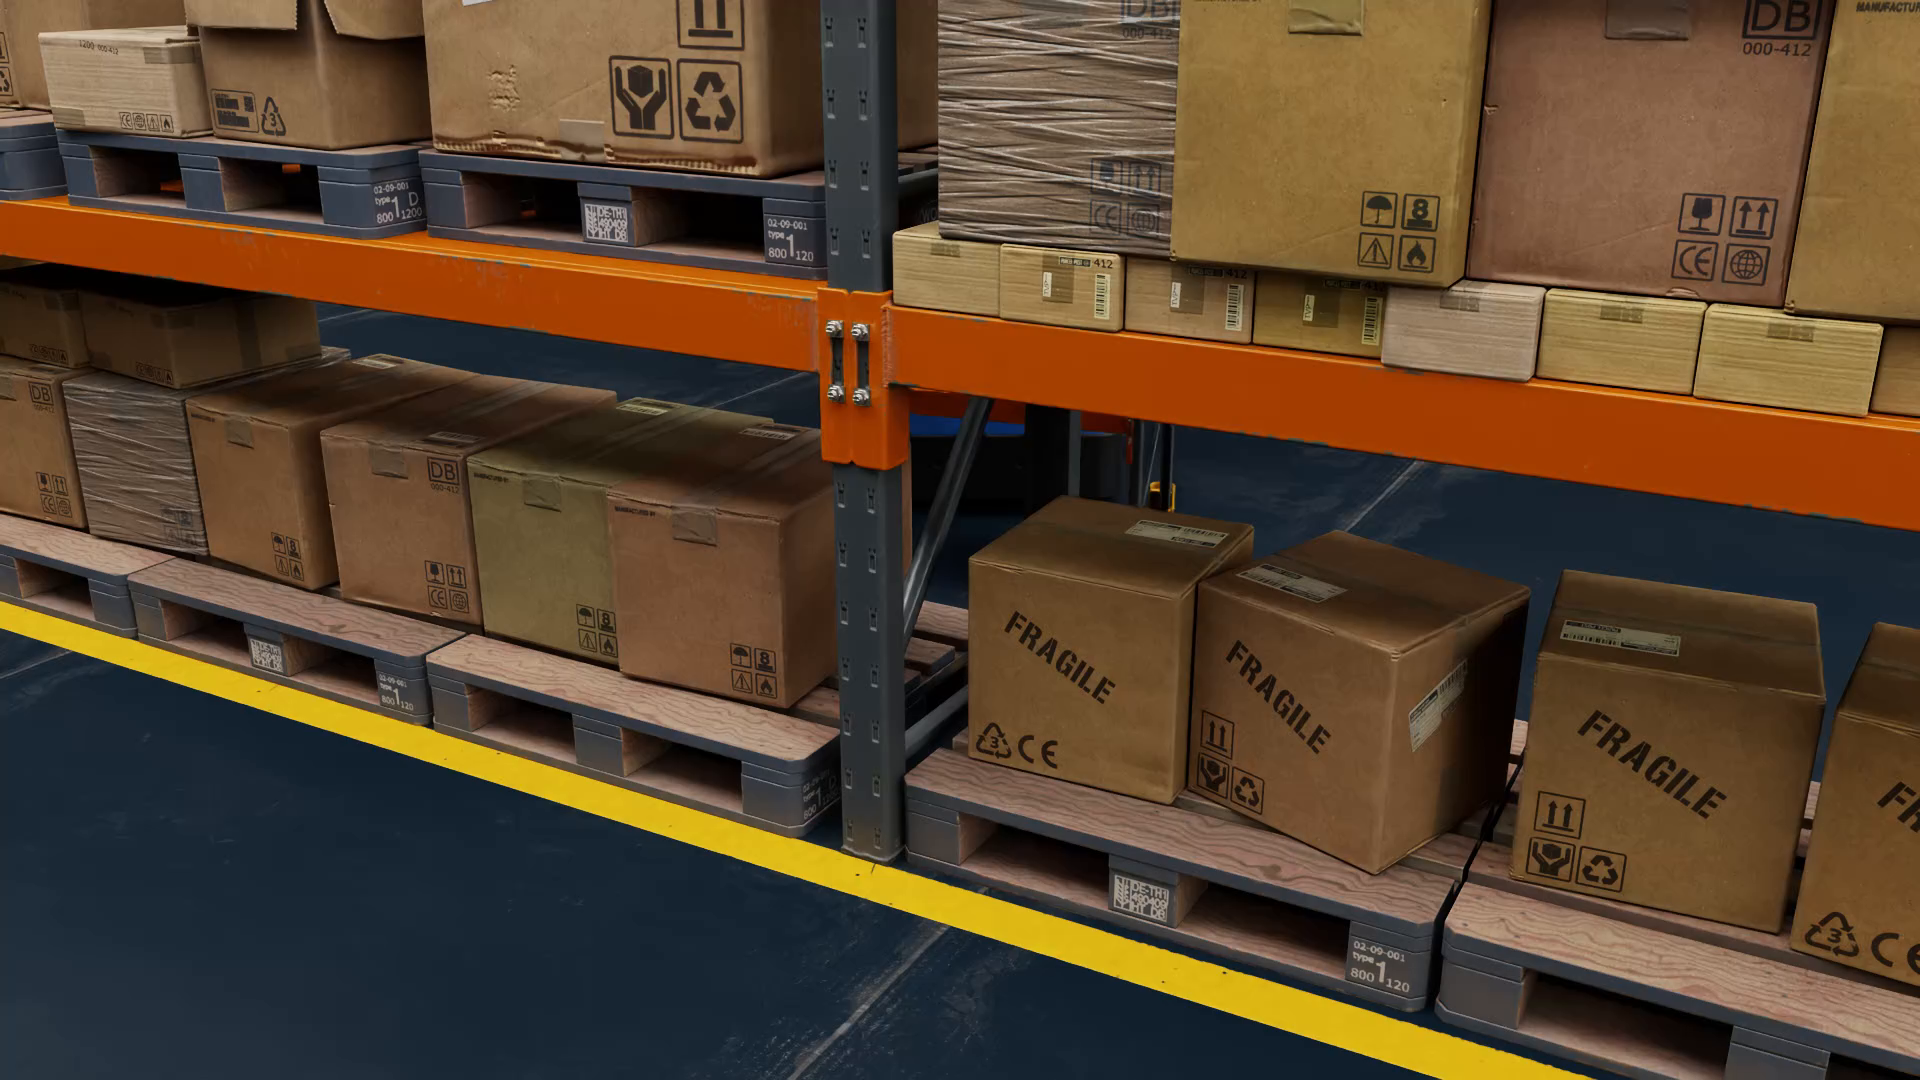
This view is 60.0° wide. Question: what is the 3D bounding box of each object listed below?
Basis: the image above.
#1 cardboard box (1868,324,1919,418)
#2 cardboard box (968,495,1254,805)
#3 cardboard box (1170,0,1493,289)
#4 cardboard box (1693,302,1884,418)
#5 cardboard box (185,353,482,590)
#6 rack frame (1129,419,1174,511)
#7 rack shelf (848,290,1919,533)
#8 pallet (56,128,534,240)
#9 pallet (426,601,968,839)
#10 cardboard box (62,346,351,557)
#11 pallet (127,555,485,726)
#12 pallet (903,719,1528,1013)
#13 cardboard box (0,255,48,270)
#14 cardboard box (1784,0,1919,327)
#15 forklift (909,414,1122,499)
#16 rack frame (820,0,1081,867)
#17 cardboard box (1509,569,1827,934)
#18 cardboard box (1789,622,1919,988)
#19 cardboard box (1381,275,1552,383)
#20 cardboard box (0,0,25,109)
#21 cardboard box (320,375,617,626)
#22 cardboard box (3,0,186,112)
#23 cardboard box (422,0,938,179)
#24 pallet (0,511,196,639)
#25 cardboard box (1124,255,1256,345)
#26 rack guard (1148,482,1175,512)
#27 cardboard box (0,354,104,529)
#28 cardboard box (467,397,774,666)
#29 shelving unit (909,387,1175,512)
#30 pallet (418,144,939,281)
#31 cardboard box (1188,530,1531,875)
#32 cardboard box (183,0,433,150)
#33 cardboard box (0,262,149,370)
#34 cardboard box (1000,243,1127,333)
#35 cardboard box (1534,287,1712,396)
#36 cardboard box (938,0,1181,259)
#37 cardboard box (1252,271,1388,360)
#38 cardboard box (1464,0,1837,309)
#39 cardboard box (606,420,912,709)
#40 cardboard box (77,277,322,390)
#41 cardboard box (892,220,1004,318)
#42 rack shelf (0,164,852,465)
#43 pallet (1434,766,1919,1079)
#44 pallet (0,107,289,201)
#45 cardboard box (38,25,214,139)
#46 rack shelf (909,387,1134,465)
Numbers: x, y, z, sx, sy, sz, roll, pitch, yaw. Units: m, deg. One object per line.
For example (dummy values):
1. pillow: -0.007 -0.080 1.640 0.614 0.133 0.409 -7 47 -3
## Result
1. cardboard box: 1.620 -0.304 2.673 0.250 0.149 0.380 11 23 27
2. cardboard box: 0.352 0.235 3.868 0.500 0.500 0.500 10 22 26
3. cardboard box: 0.805 -0.821 3.147 0.500 0.500 0.875 11 23 27
4. cardboard box: 1.380 -0.332 2.750 0.250 0.149 0.380 11 23 27
5. cardboard box: -1.886 -0.232 5.126 0.500 0.500 0.700 13 24 32
6. rack frame: 0.619 -0.569 5.234 0.032 1.500 0.500 7 21 18
7. rack shelf: 1.769 -0.150 2.935 4.000 0.370 1.077 11 23 27
8. pallet: -1.721 -1.079 4.722 1.213 0.211 1.003 11 23 27
9. pallet: -0.658 0.361 4.561 1.213 0.211 1.003 11 23 27
10. cardboard box: -2.384 -0.324 5.380 0.500 0.500 0.700 9 22 23
11. pallet: -1.727 0.158 5.119 1.213 0.211 1.003 11 23 27
12. pallet: 0.626 0.591 3.926 1.213 0.211 1.003 11 23 27
13. cardboard box: -4.062 -0.806 6.188 0.875 0.875 1.225 10 22 25
14. cardboard box: 1.707 -0.672 2.737 0.500 0.500 0.875 11 23 27
15. forklift: 0.051 -1.976 7.013 1.130 2.935 3.031 0 20 -1
16. rack frame: 0.023 -0.821 3.730 0.127 3.000 1.000 11 23 27
17. cardboard box: 1.437 0.408 3.391 0.500 0.500 0.500 9 22 23
18. cardboard box: 1.902 0.514 3.099 0.500 0.500 0.500 13 24 32
19. cardboard box: 0.929 -0.406 2.955 0.250 0.149 0.380 11 23 27
20. cardboard box: -2.978 -1.653 5.260 0.500 0.500 0.500 8 21 21
21. cardboard box: -1.399 -0.139 4.870 0.500 0.500 0.700 9 22 23
22. cardboard box: -2.442 -1.590 5.086 0.500 0.500 0.700 15 25 35
23. cardboard box: -0.603 -1.474 4.035 1.000 1.000 1.000 11 23 28
24. pallet: -2.788 -0.045 5.679 1.213 0.211 1.003 11 23 27
25. cardboard box: 0.507 -0.499 3.210 0.250 0.149 0.380 11 23 27
26. rack guard: 0.600 0.016 5.453 0.087 0.250 0.587 7 21 18
27. cardboard box: -2.875 -0.412 5.624 0.500 0.500 0.700 10 22 24
28. cardboard box: -0.910 -0.046 4.614 0.500 0.500 0.700 11 22 27
29. shelving unit: 0.130 -0.627 5.395 1.083 1.500 0.587 7 21 18
30. pallet: -0.574 -0.901 4.232 1.213 0.211 1.003 11 23 27
31. cardboard box: 0.856 0.328 3.612 0.500 0.500 0.500 -17 26 -39
32. cardboard box: -1.536 -1.328 4.359 0.637 0.503 0.797 13 24 33
33. cardboard box: -2.870 -0.768 5.504 0.500 0.250 0.500 12 23 29
34. cardboard box: 0.276 -0.532 3.302 0.250 0.149 0.380 11 23 27
35. cardboard box: 1.167 -0.377 2.874 0.250 0.149 0.380 11 23 27
36. cardboard box: 0.385 -0.915 3.405 0.500 0.500 0.875 11 23 27
37. cardboard box: 0.730 -0.460 3.103 0.250 0.149 0.380 11 23 27
38. cardboard box: 1.290 -0.768 3.000 0.500 0.500 0.875 11 23 27
39. cardboard box: -0.503 0.039 4.380 0.500 0.500 0.700 9 22 23
40. cardboard box: -2.402 -0.683 5.269 0.500 0.250 0.500 14 24 33
41. cardboard box: 0.064 -0.578 3.427 0.250 0.149 0.380 11 23 27
42. rack shelf: -1.723 -0.815 4.769 4.000 0.370 1.077 11 23 27
43. pallet: 1.696 0.794 3.368 1.213 0.211 1.003 11 23 27
44. pallet: -2.795 -1.309 5.357 1.003 0.211 1.213 11 23 27
45. cardboard box: -2.118 -1.266 4.560 0.500 0.250 0.500 10 22 26
46. rack shelf: 0.139 -0.457 5.453 1.000 0.185 0.538 7 21 18
